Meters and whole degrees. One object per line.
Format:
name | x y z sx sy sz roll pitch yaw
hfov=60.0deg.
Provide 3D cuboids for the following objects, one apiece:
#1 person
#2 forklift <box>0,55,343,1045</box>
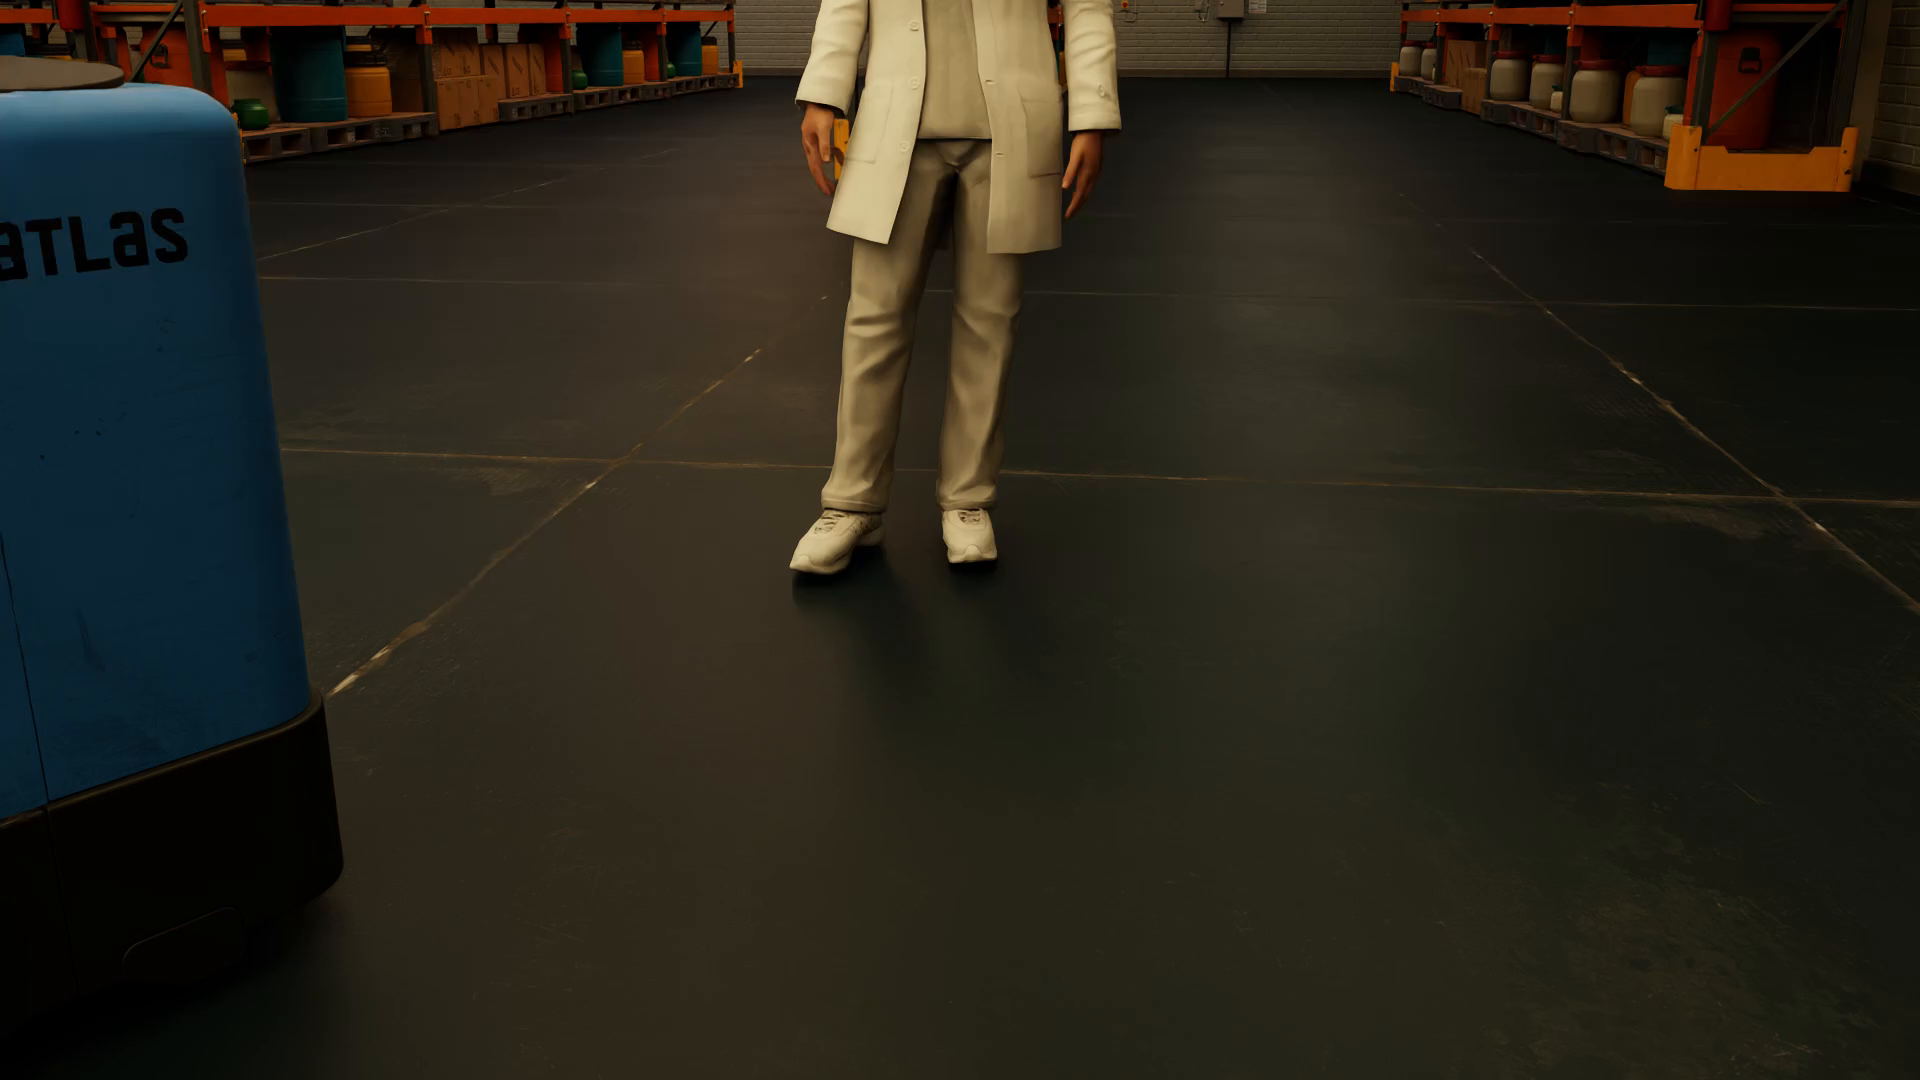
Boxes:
person | -0.015 -0.828 3.470 0.698 1.777 0.578 2 18 7
forklift | -2.140 -0.639 0.978 1.130 2.935 3.031 14 22 37
